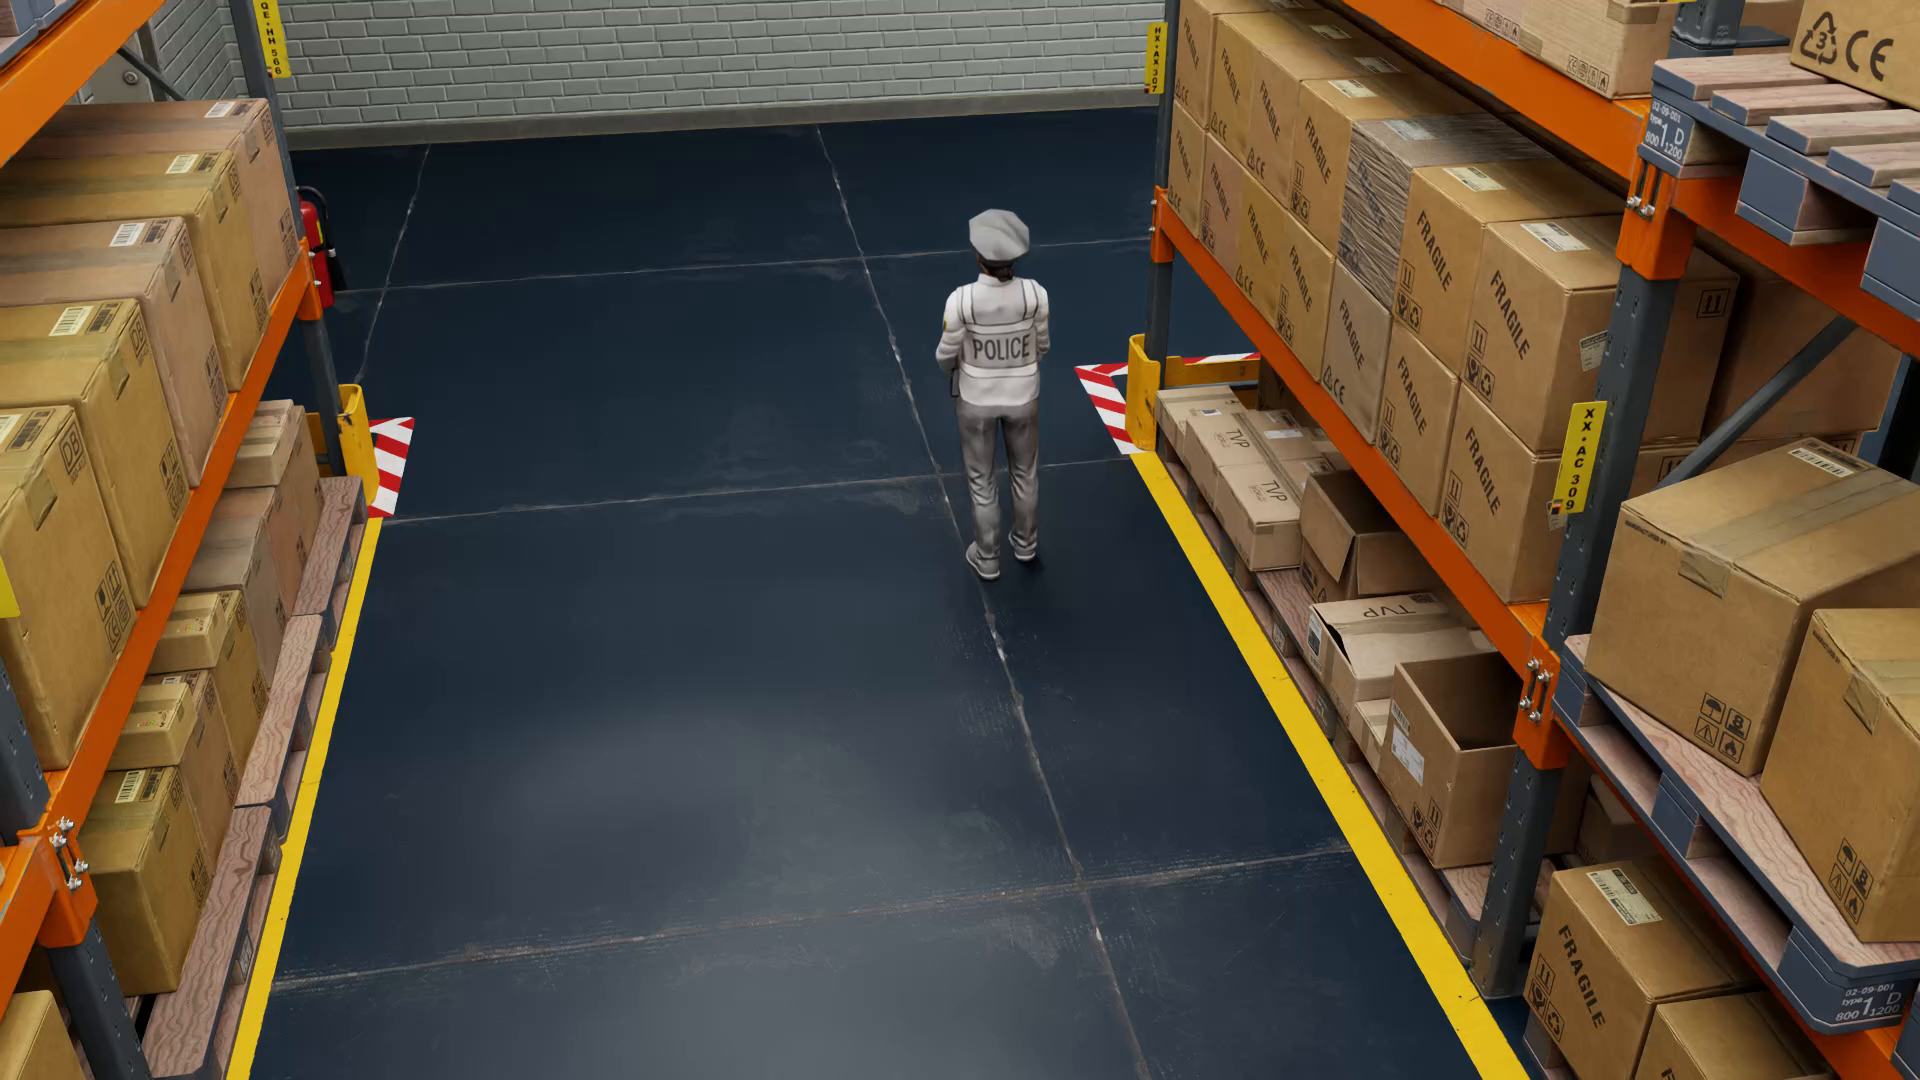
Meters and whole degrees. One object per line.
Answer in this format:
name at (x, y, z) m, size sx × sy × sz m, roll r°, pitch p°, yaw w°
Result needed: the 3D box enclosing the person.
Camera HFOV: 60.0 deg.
person at (0.135, -0.621, 7.125) m, size 0.491 × 1.703 × 0.508 m, roll -5°, pitch 31°, yaw -9°
